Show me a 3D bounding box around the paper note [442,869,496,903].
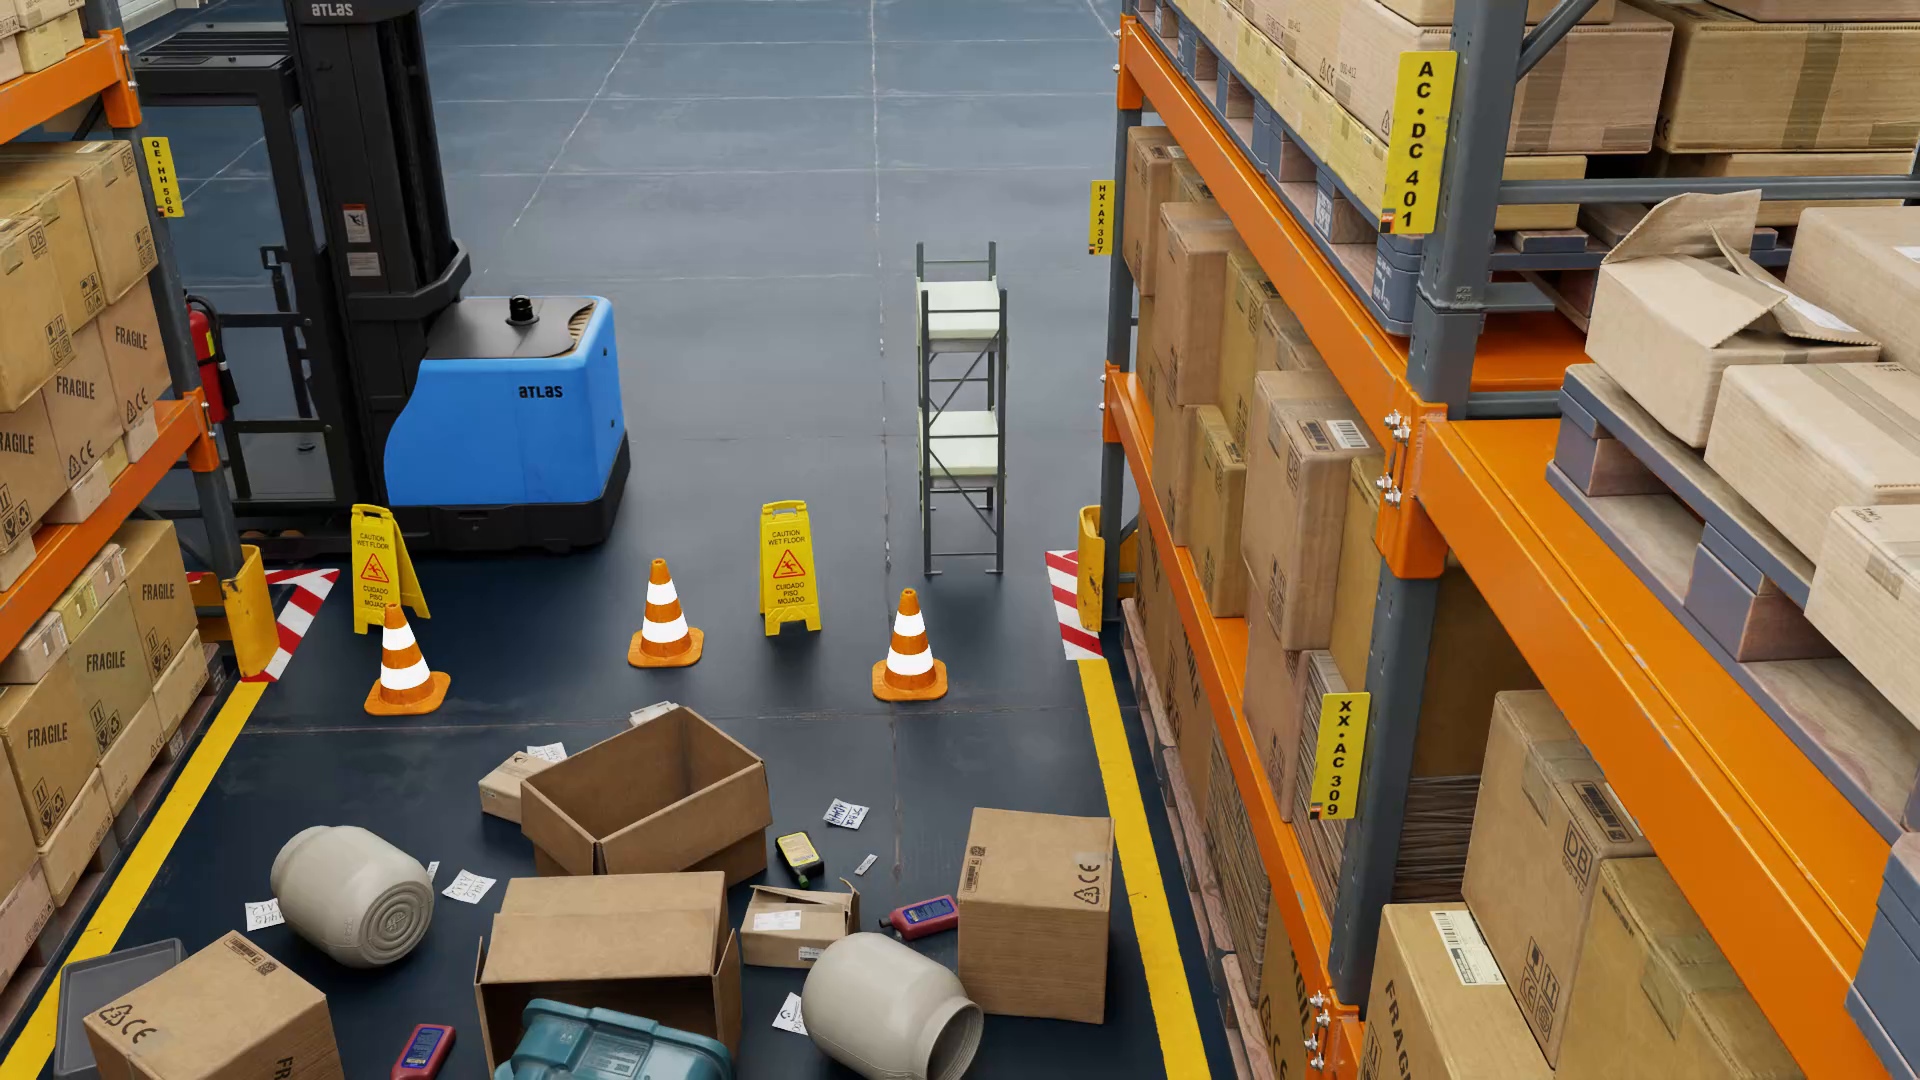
[{"bbox_3d":[-1.844,1.298,6.240,0.148,0.019,0.142,8,29,15],"label":"paper note"}]

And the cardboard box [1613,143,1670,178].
[{"bbox_3d":[1.676,-0.871,3.643,0.380,0.149,0.250,-1,28,-2],"label":"cardboard box"}]

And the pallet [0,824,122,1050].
[{"bbox_3d":[-3.704,1.402,5.833,1.003,0.211,1.213,-1,28,-3],"label":"pallet"}]

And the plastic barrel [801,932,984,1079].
[{"bbox_3d":[-0.220,1.529,5.361,0.512,0.421,0.421,19,33,32],"label":"plastic barrel"}]

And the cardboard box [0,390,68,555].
[{"bbox_3d":[-3.428,-0.277,5.608,0.500,0.500,0.500,-2,28,-3],"label":"cardboard box"}]

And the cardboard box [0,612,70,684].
[{"bbox_3d":[-3.365,0.375,5.794,0.380,0.149,0.250,0,28,0],"label":"cardboard box"}]

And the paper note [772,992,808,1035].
[{"bbox_3d":[-0.527,1.611,5.638,0.172,0.023,0.155,8,29,15],"label":"paper note"}]

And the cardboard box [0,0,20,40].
[{"bbox_3d":[-3.468,-1.740,5.440,0.500,0.250,0.500,-2,28,-3],"label":"cardboard box"}]

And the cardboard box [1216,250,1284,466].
[{"bbox_3d":[1.315,-0.591,5.310,0.875,0.550,0.500,-1,28,-3],"label":"cardboard box"}]

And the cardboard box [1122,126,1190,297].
[{"bbox_3d":[1.143,-1.347,6.758,0.875,0.550,0.550,-1,28,-3],"label":"cardboard box"}]

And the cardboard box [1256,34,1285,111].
[{"bbox_3d":[0.980,-1.205,4.282,0.380,0.149,0.250,-1,28,-2],"label":"cardboard box"}]

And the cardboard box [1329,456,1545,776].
[{"bbox_3d":[1.386,0.157,3.875,0.875,0.550,0.550,-1,28,-3],"label":"cardboard box"}]

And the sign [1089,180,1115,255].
[{"bbox_3d":[0.608,-1.382,7.134,0.100,0.325,0.005,-1,28,-3],"label":"sign"}]

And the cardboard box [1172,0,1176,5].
[{"bbox_3d":[0.901,-1.906,5.627,0.380,0.149,0.250,-1,28,-2],"label":"cardboard box"}]

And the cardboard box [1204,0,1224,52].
[{"bbox_3d":[0.940,-1.556,4.956,0.380,0.149,0.250,-1,28,-2],"label":"cardboard box"}]

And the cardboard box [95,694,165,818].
[{"bbox_3d":[-3.445,0.832,6.431,0.500,0.250,0.500,-1,28,-2],"label":"cardboard box"}]

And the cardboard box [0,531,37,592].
[{"bbox_3d":[-3.406,0.060,5.662,0.380,0.149,0.250,-2,28,-3],"label":"cardboard box"}]

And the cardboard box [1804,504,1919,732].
[{"bbox_3d":[1.185,0.078,1.823,0.380,0.149,0.250,-1,28,-3],"label":"cardboard box"}]

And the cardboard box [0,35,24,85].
[{"bbox_3d":[-3.452,-1.630,5.660,0.380,0.149,0.250,-1,28,-1],"label":"cardboard box"}]

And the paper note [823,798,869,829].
[{"bbox_3d":[-0.453,1.089,6.630,0.144,0.017,0.142,8,29,15],"label":"paper note"}]

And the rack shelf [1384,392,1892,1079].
[{"bbox_3d":[1.476,0.786,1.533,1.077,0.370,4.000,-1,28,-3],"label":"rack shelf"}]

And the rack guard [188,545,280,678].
[{"bbox_3d":[-3.771,0.336,7.565,1.175,0.500,0.348,-1,28,-3],"label":"rack guard"}]

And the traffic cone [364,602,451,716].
[{"bbox_3d":[-2.465,0.485,7.320,0.336,0.463,0.334,-1,28,-3],"label":"traffic cone"}]

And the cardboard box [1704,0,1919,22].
[{"bbox_3d":[1.692,-1.105,3.229,0.380,0.149,0.250,-1,28,-2],"label":"cardboard box"}]

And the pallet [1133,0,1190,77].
[{"bbox_3d":[1.212,-1.922,6.044,1.003,0.211,1.213,-1,28,-3],"label":"pallet"}]

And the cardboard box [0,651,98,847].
[{"bbox_3d":[-3.423,0.731,5.813,0.500,0.500,0.500,-2,28,-4],"label":"cardboard box"}]

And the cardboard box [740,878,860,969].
[{"bbox_3d":[-0.558,1.337,5.900,0.396,0.266,0.258,3,28,6],"label":"cardboard box"}]

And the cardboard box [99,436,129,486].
[{"bbox_3d":[-3.426,-0.295,6.344,0.380,0.149,0.250,-2,28,-4],"label":"cardboard box"}]

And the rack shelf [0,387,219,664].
[{"bbox_3d":[-3.671,0.435,5.450,1.077,0.370,4.000,-1,28,-3],"label":"rack shelf"}]

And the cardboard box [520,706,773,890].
[{"bbox_3d":[-1.155,1.049,6.194,0.797,0.503,0.637,-23,35,-37],"label":"cardboard box"}]

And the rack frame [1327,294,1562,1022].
[{"bbox_3d":[1.371,0.874,3.831,1.000,3.000,0.127,-1,28,-3],"label":"rack frame"}]

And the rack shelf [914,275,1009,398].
[{"bbox_3d":[0.000,-1.014,8.229,0.431,0.370,0.720,-1,28,-3],"label":"rack shelf"}]

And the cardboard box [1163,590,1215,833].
[{"bbox_3d":[1.312,0.500,6.391,0.875,0.875,0.875,-2,28,-3],"label":"cardboard box"}]

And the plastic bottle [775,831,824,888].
[{"bbox_3d":[-0.601,1.221,6.342,0.133,0.061,0.283,-11,30,-20],"label":"plastic bottle"}]

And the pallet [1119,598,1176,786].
[{"bbox_3d":[1.282,0.630,7.314,1.003,0.211,1.213,-1,28,-3],"label":"pallet"}]

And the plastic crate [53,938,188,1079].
[{"bbox_3d":[-2.830,1.589,5.616,0.402,0.080,0.583,-11,30,-20],"label":"plastic crate"}]

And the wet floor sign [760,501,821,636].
[{"bbox_3d":[-0.816,0.105,7.852,0.267,0.644,0.232,-6,28,-11],"label":"wet floor sign"}]

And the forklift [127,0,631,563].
[{"bbox_3d":[-3.357,-1.427,8.316,3.031,2.935,1.130,-1,28,-2],"label":"forklift"}]

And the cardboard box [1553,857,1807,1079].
[{"bbox_3d":[1.432,0.853,2.682,0.700,0.500,0.500,-2,28,-3],"label":"cardboard box"}]

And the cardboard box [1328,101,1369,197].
[{"bbox_3d":[1.020,-0.852,3.606,0.380,0.149,0.250,-1,28,-2],"label":"cardboard box"}]

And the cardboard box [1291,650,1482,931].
[{"bbox_3d":[1.340,0.637,4.123,0.875,0.550,0.550,-1,28,-3],"label":"cardboard box"}]

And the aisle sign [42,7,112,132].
[{"bbox_3d":[-3.489,-1.996,6.522,0.394,0.787,0.004,-1,28,-3],"label":"aisle sign"}]

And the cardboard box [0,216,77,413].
[{"bbox_3d":[-3.382,-0.729,5.394,0.700,0.500,0.500,-2,28,-3],"label":"cardboard box"}]

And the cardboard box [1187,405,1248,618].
[{"bbox_3d":[1.250,-0.111,5.557,0.875,0.550,0.500,-1,28,-3],"label":"cardboard box"}]

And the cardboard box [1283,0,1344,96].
[{"bbox_3d":[1.063,-1.207,3.855,0.500,0.250,0.500,-1,28,-3],"label":"cardboard box"}]

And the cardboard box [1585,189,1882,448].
[{"bbox_3d":[1.154,-0.342,2.502,0.258,0.266,0.396,-2,28,-3],"label":"cardboard box"}]

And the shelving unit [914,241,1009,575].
[{"bbox_3d":[0.000,-0.668,8.409,0.431,1.500,0.755,-1,28,-3],"label":"shelving unit"}]
